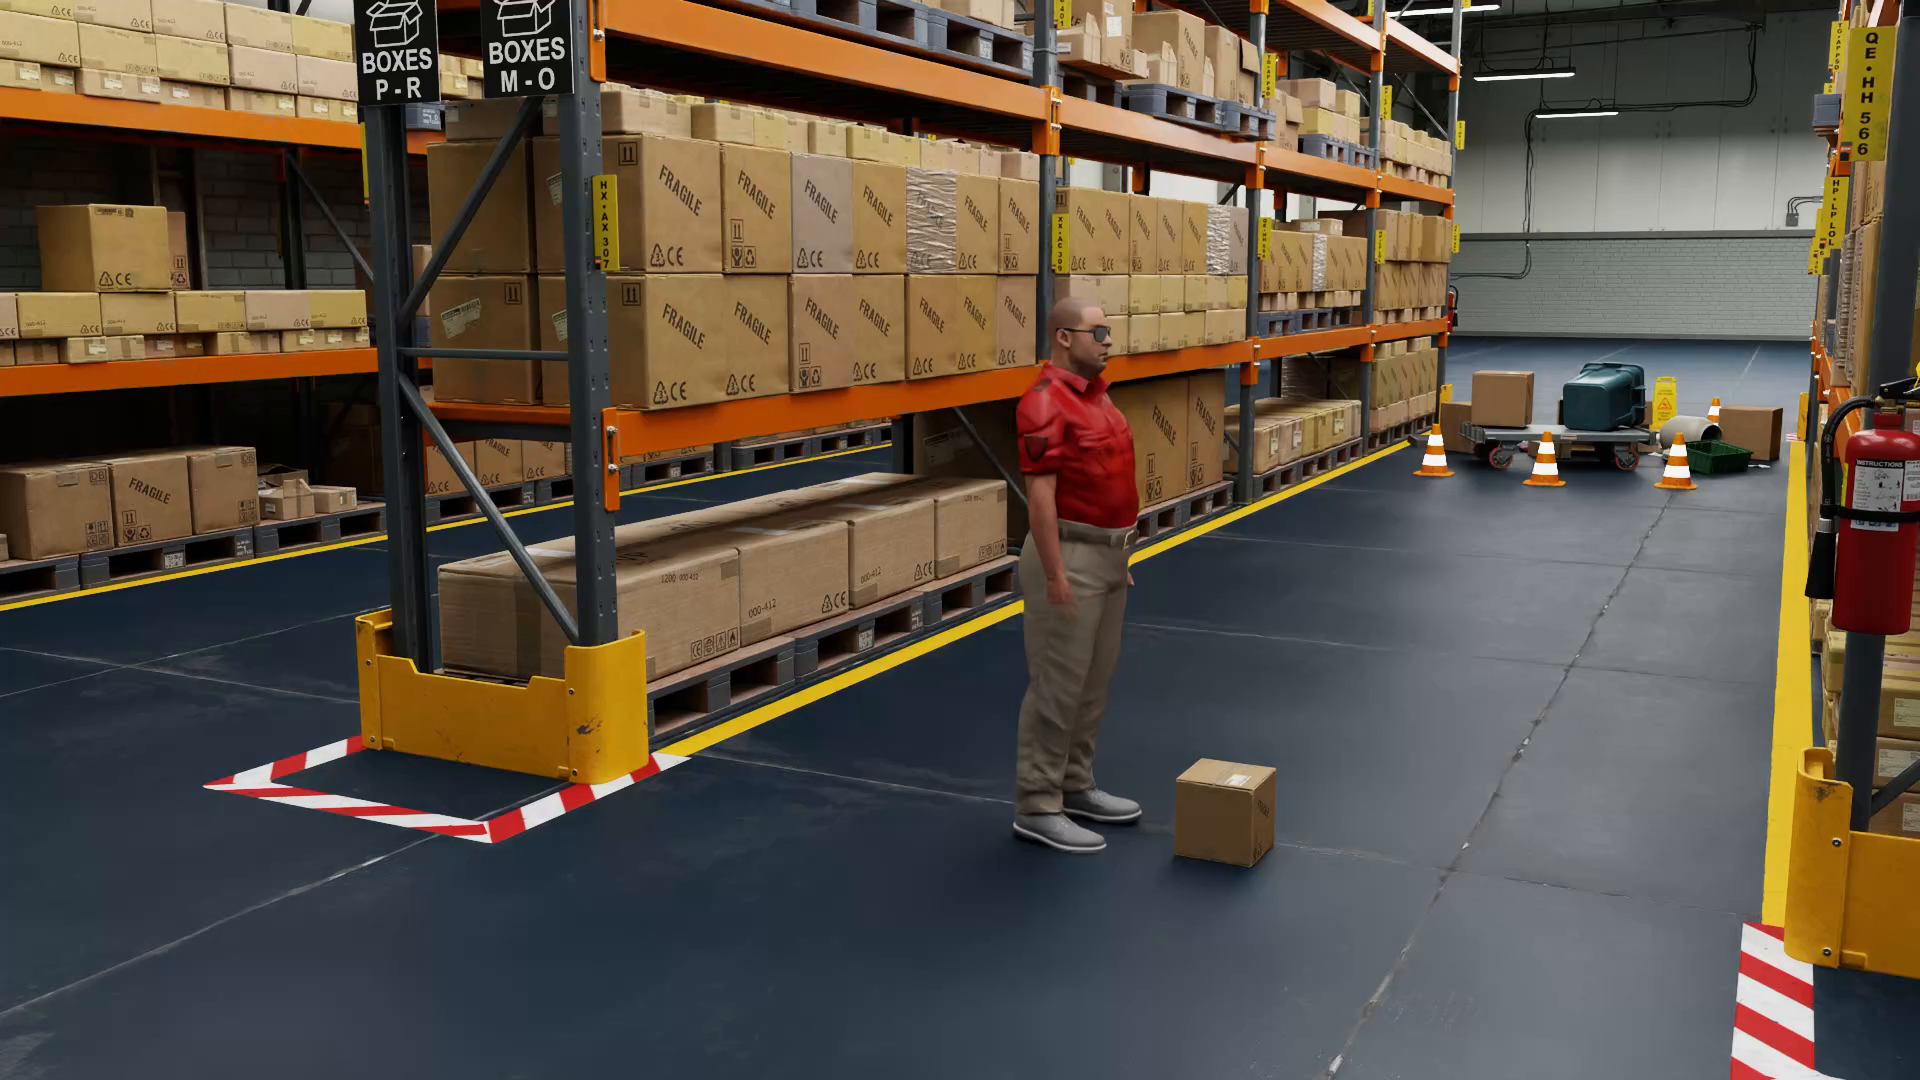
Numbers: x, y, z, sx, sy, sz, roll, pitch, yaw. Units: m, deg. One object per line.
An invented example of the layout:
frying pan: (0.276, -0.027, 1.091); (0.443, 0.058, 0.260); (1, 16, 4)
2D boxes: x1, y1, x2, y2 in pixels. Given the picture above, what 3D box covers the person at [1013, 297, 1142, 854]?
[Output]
person: (0.402, 0.096, 5.346); (0.361, 1.734, 0.532); (5, 10, 27)
